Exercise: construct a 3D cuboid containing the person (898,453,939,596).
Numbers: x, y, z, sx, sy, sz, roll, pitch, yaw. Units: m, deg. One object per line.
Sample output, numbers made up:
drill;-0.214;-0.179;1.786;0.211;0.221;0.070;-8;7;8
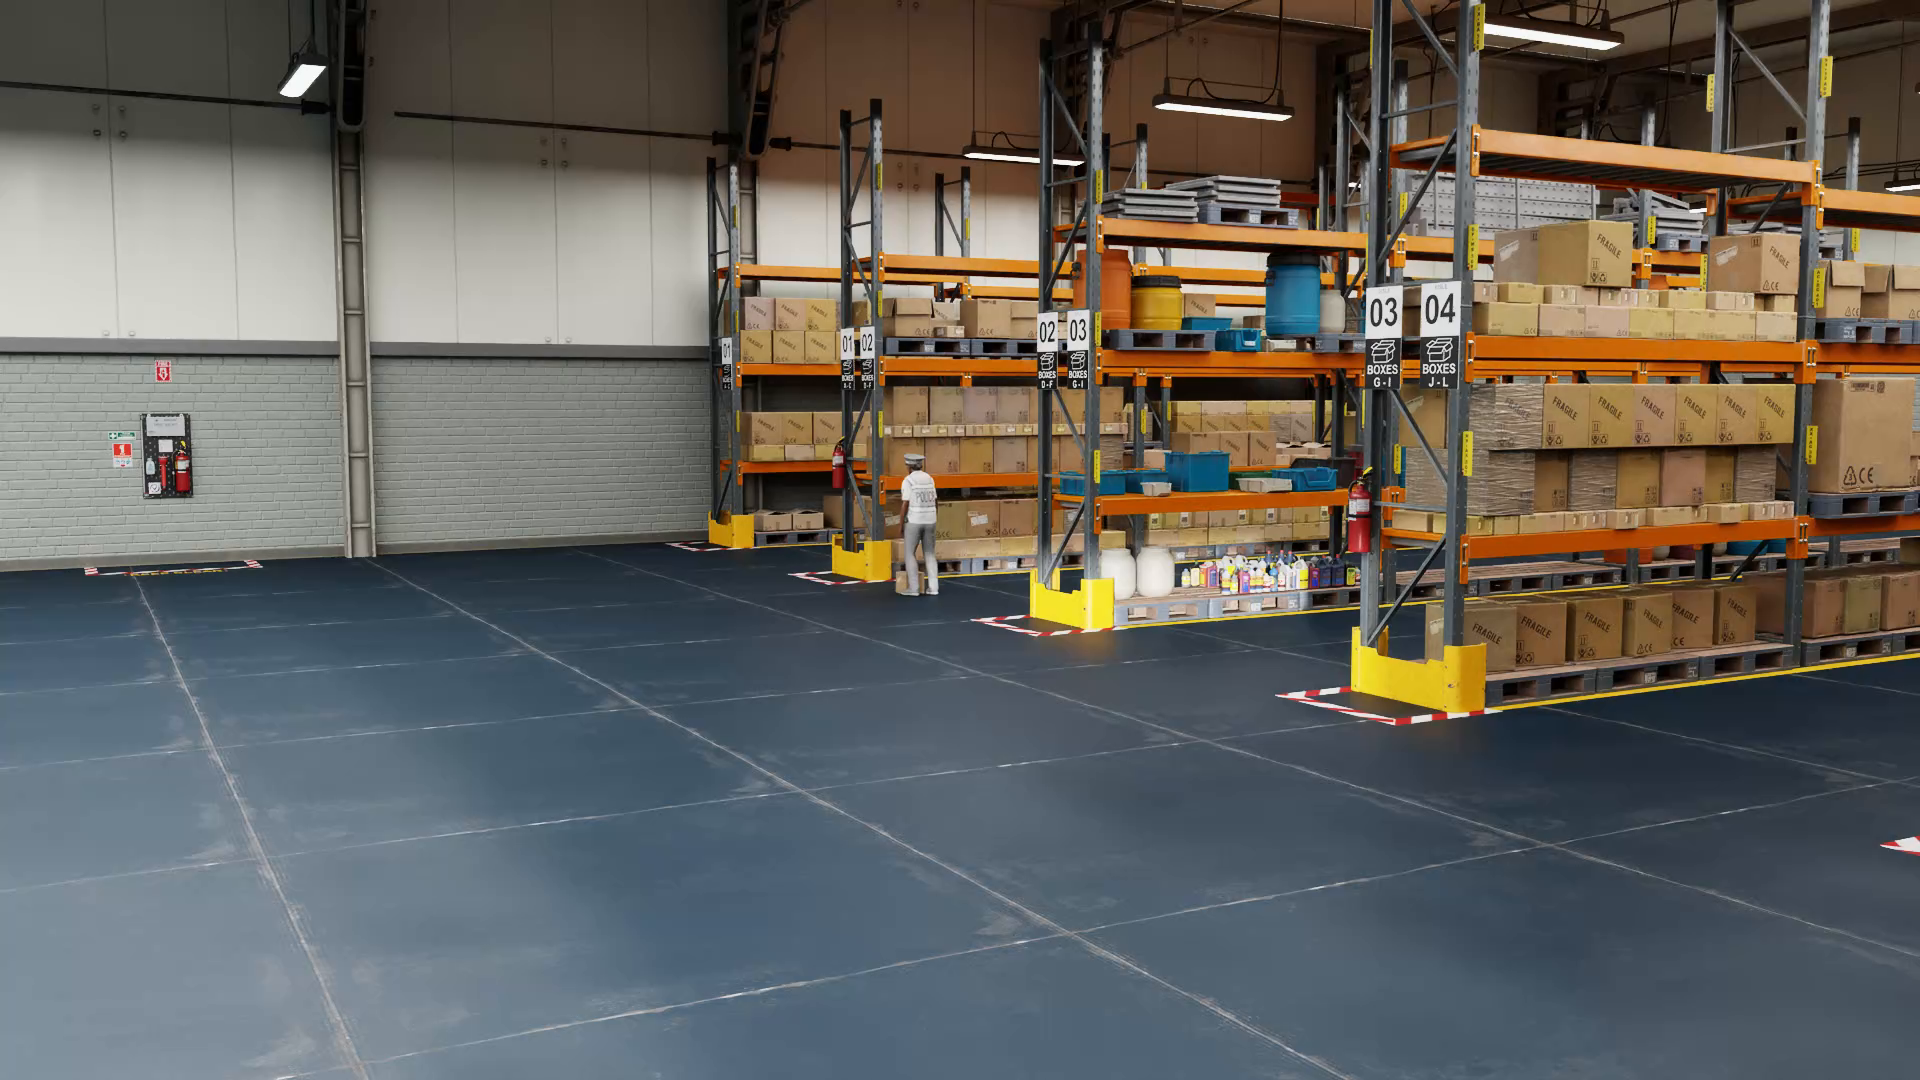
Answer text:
person;-0.475;-0.180;19.482;0.531;1.664;0.391;-3;6;-32
